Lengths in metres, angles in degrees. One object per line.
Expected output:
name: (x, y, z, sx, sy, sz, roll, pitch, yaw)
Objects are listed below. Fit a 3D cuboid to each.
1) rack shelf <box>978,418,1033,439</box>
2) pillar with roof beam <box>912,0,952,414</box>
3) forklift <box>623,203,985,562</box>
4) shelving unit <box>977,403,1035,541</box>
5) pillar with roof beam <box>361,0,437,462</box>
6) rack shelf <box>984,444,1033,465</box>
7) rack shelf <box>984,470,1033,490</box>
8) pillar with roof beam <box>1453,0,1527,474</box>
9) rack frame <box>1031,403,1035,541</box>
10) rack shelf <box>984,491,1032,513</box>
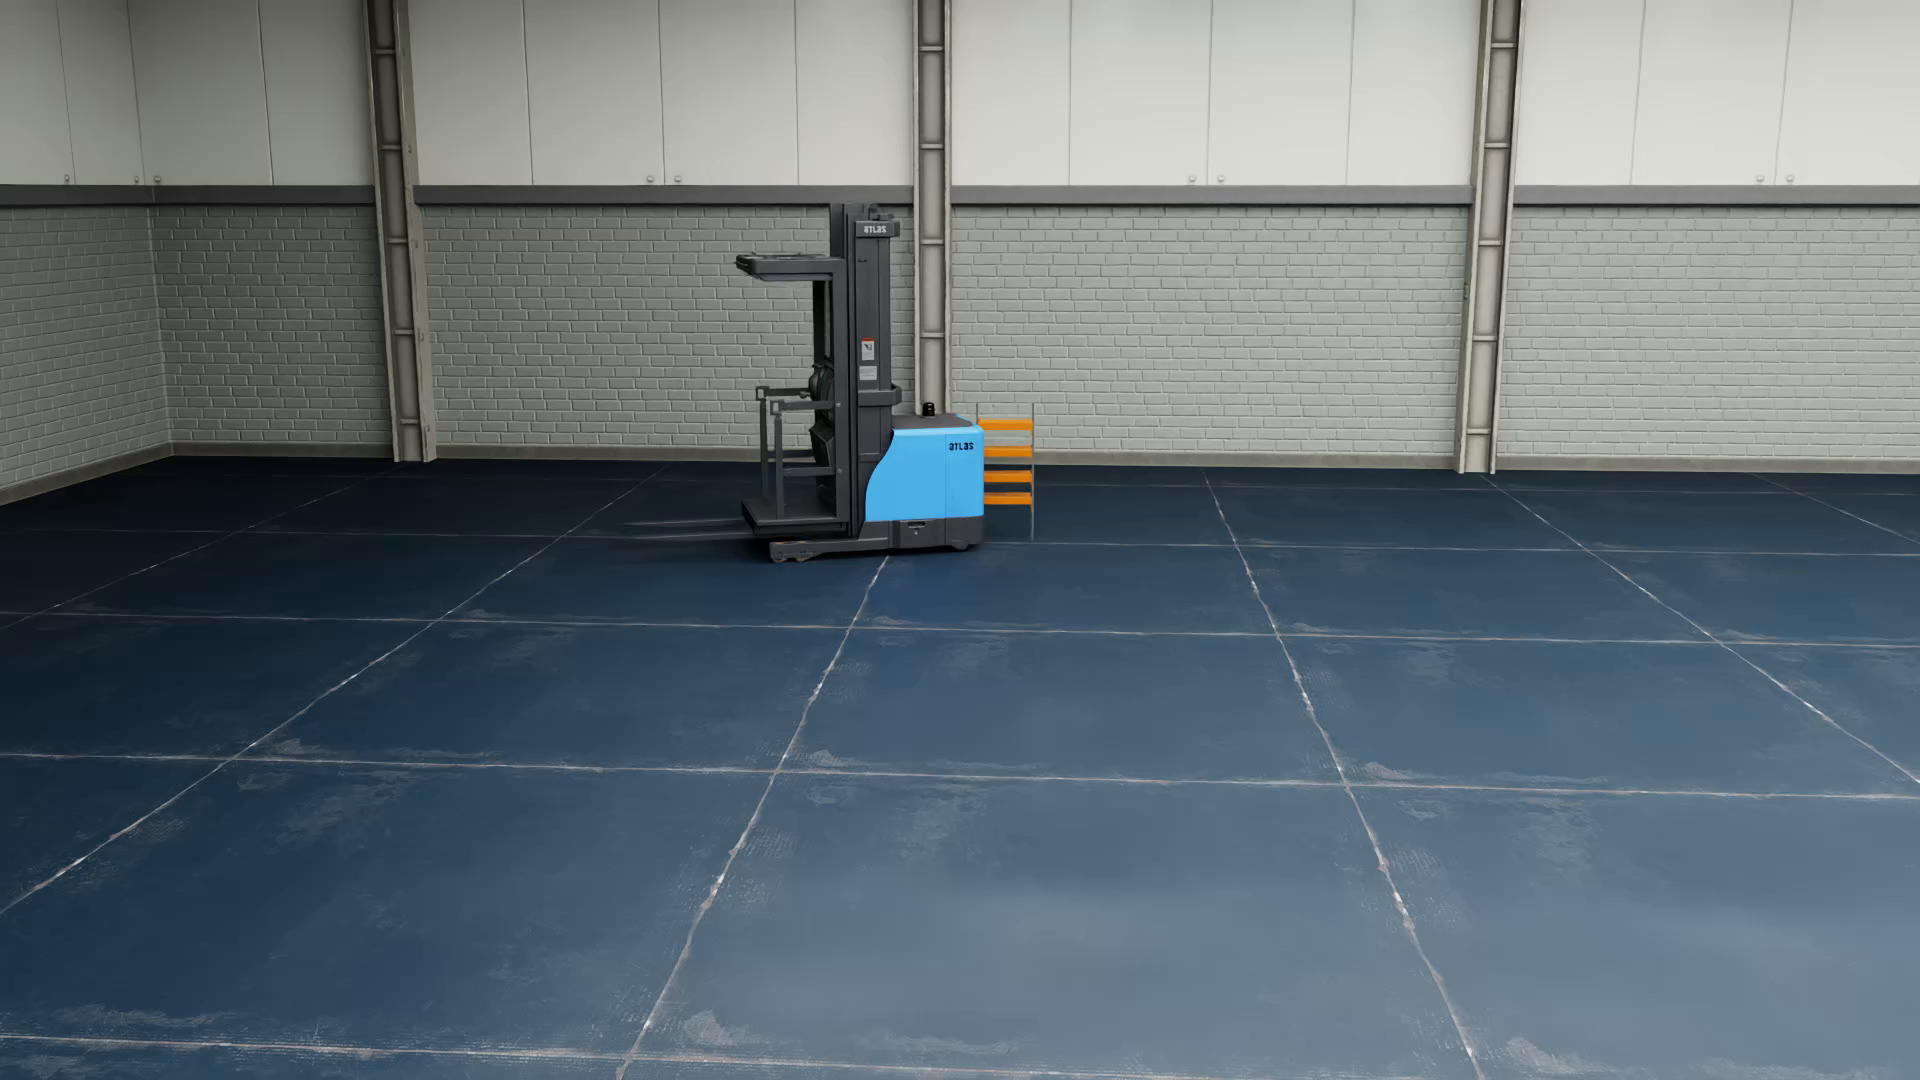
rack shelf: (0.398, -0.984, 14.624, 0.480, 0.148, 0.258, 0, 12, 1)
pillar with roof beam: (-0.585, -4.370, 13.681, 0.400, 9.000, 9.100, 1, 12, 4)
forklift: (-1.357, -1.367, 14.142, 3.031, 2.935, 1.130, -3, 12, -13)
shelving unit: (0.398, -0.600, 14.704, 0.503, 1.200, 0.258, 0, 12, 1)
pillar with roof beam: (-6.572, -4.452, 14.073, 0.400, 9.000, 9.100, 1, 12, 4)
rack shelf: (0.398, -0.753, 14.672, 0.480, 0.148, 0.258, 0, 12, 1)
rack shelf: (0.398, -0.534, 14.718, 0.480, 0.148, 0.258, 0, 12, 1)
pillar with roof beam: (5.402, -4.288, 13.288, 0.400, 9.000, 9.100, 1, 12, 4)
rack frame: (0.642, -0.599, 14.702, 0.015, 1.200, 0.240, 0, 12, 1)
rack shelf: (0.398, -0.339, 14.759, 0.480, 0.148, 0.258, 0, 12, 1)
